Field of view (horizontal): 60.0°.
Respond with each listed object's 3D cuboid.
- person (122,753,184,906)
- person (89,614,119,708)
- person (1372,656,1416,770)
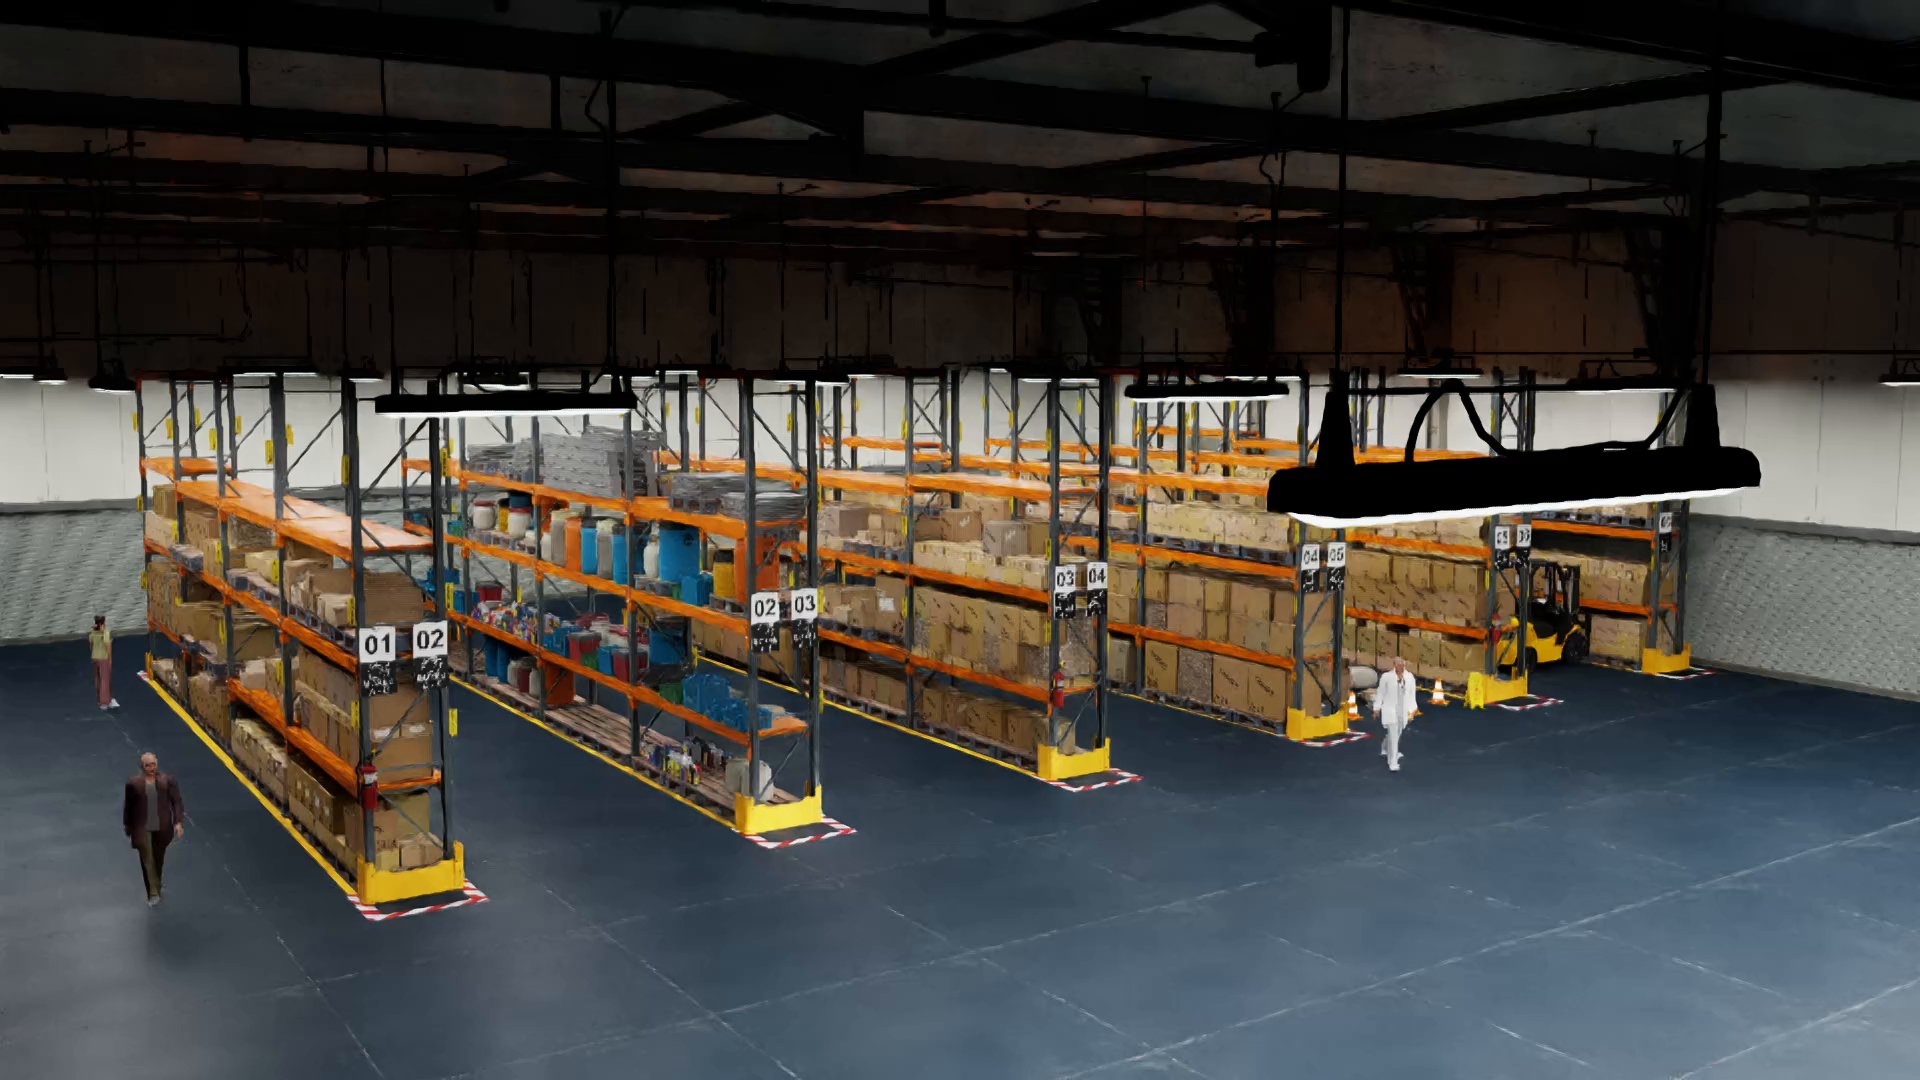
[{"bbox_3d":[-9.333,3.301,19.264,0.603,1.724,1.111,-4,8,-35],"label":"person"},{"bbox_3d":[-15.265,2.143,29.677,0.499,1.673,0.431,3,7,24],"label":"person"},{"bbox_3d":[6.666,2.608,25.464,0.635,1.723,1.033,-1,7,-13],"label":"person"}]
